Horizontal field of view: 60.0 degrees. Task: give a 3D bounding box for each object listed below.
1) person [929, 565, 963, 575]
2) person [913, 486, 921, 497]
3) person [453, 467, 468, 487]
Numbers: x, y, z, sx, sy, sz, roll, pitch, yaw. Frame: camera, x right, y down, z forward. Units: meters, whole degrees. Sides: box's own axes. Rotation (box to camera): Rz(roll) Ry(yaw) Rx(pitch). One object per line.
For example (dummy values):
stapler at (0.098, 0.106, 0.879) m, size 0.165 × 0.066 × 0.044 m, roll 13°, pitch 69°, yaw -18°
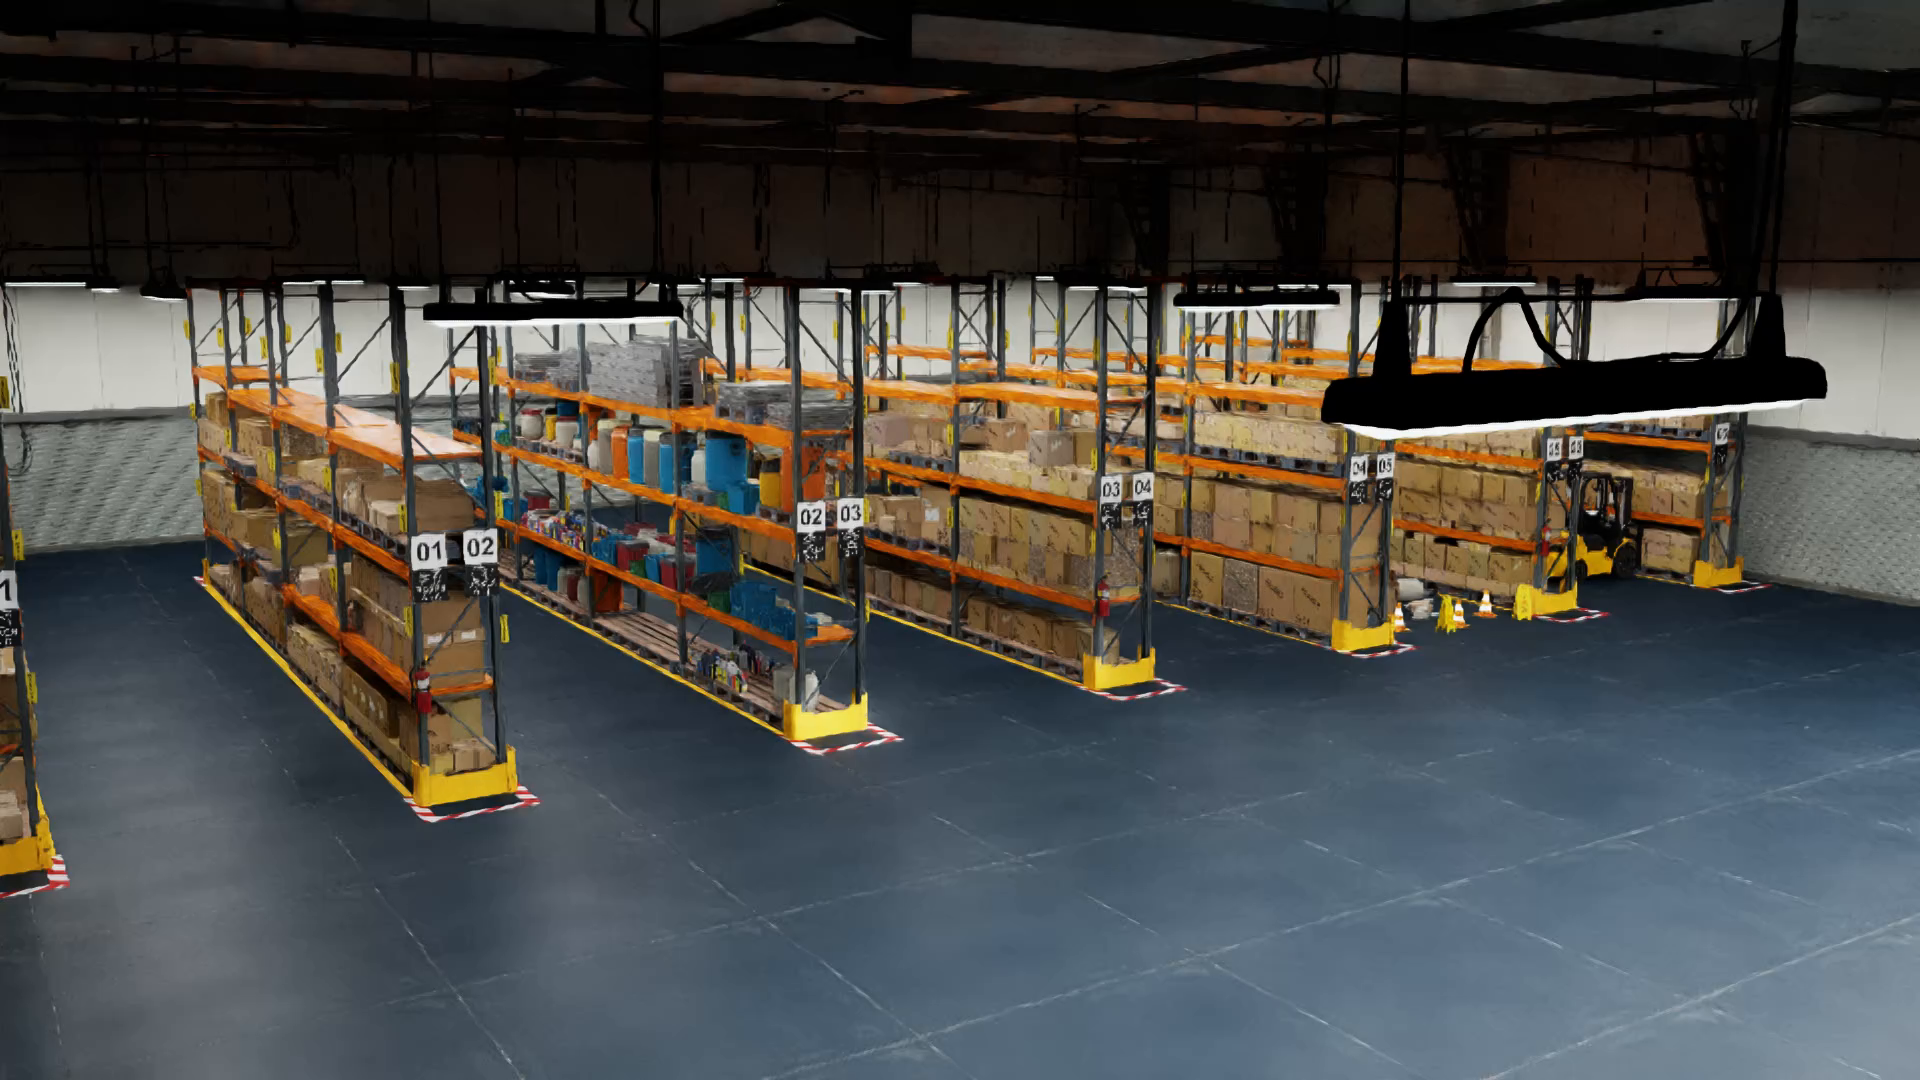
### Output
person at (-0.293, 0.134, 32.317) m, size 0.470 × 1.564 × 1.095 m, roll -5°, pitch 11°, yaw -29°
person at (-0.961, -1.656, 42.570) m, size 0.690 × 1.769 × 0.586 m, roll 5°, pitch 11°, yaw 29°
person at (-11.404, -0.803, 37.752) m, size 0.454 × 1.652 × 0.642 m, roll -1°, pitch 10°, yaw -5°
